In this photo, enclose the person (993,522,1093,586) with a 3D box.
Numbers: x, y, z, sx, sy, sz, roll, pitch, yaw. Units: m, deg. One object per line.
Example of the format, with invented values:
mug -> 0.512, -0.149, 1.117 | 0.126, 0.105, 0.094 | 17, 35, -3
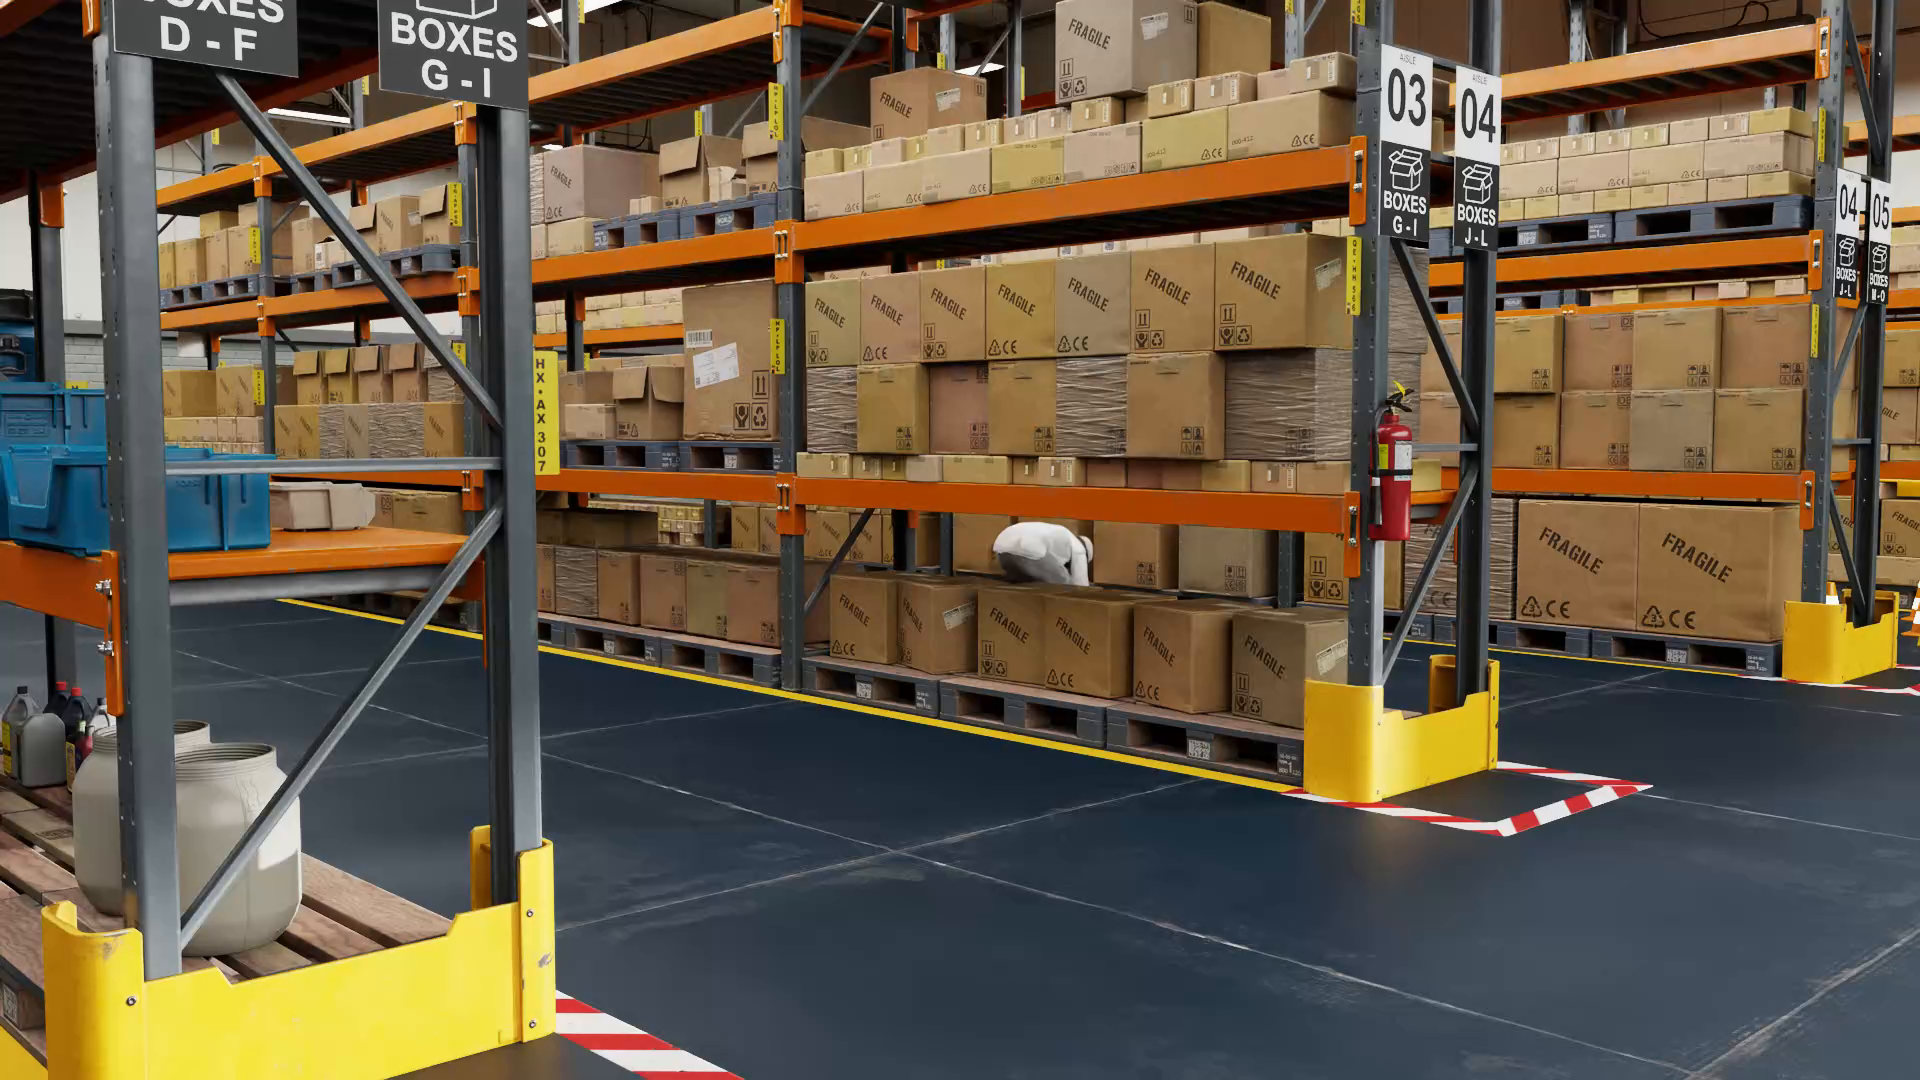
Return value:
person -> 0.666, 0.307, 12.550 | 0.511, 0.907, 0.977 | 4, 5, 43
